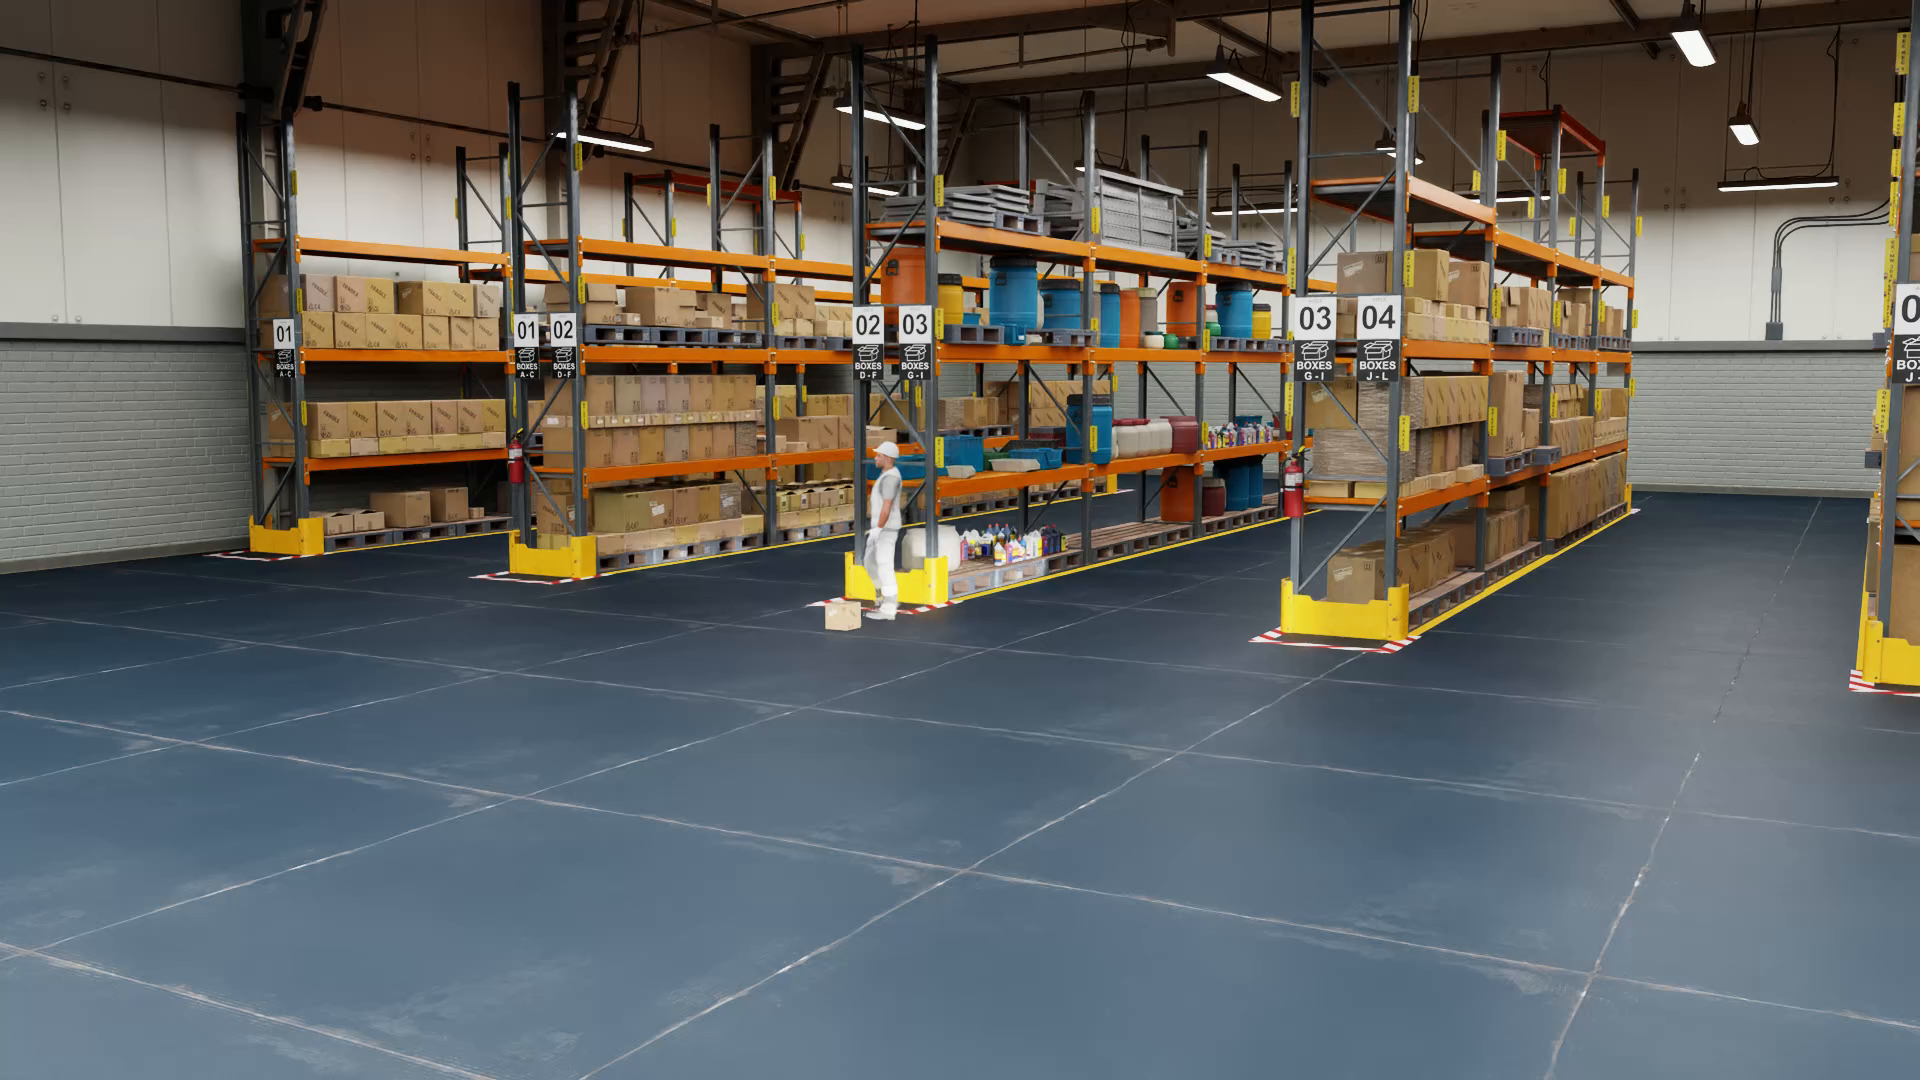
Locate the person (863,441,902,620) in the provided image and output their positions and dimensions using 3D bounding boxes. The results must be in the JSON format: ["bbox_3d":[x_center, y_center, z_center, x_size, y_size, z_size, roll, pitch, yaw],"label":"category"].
[{"bbox_3d":[-0.782,-0.082,16.771,0.393,1.823,0.554,0,6,-3],"label":"person"}]
